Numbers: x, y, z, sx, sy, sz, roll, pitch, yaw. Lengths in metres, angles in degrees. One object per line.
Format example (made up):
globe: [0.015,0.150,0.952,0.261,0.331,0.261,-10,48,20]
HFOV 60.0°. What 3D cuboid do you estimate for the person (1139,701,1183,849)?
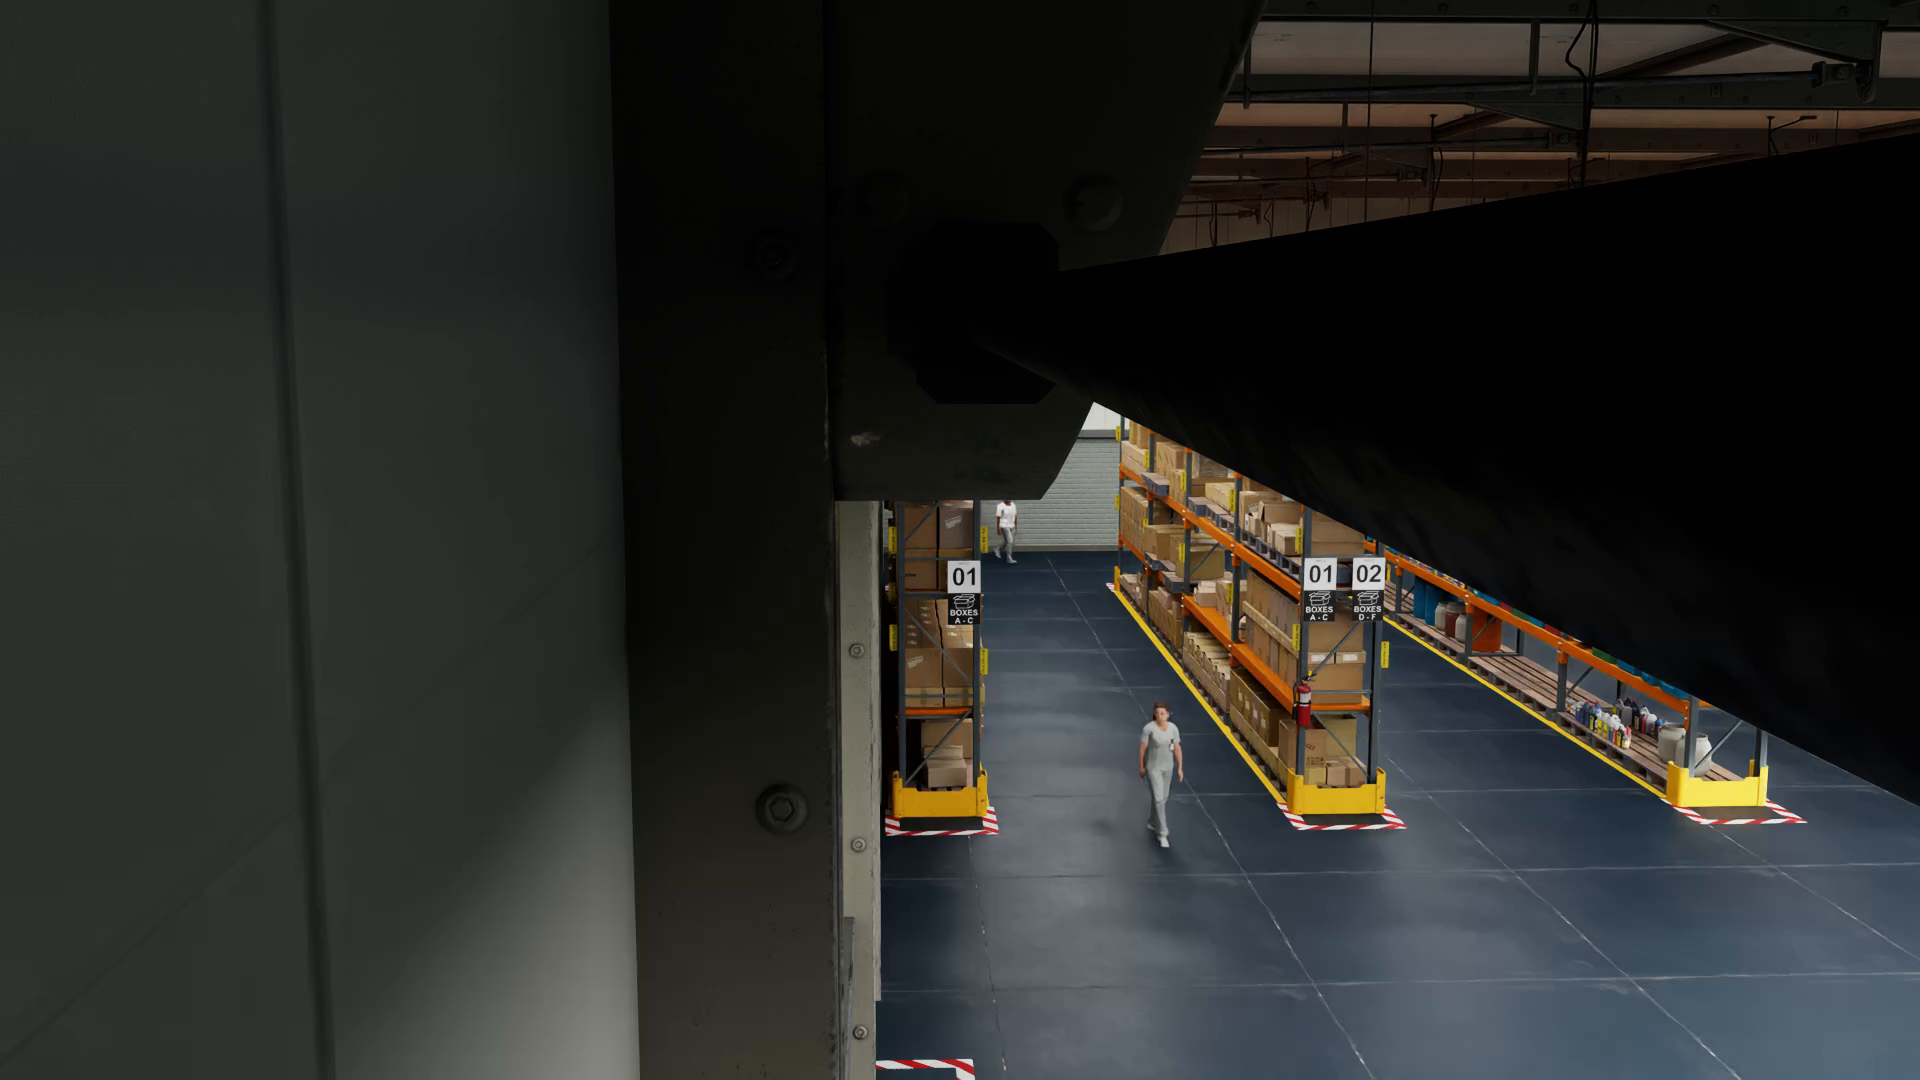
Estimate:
person: [2.362,2.729,19.548,0.469,1.723,0.686,-3,9,-20]

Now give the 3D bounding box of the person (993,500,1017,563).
person: [1.103,-0.327,40.187,0.788,1.748,0.555,6,10,37]
